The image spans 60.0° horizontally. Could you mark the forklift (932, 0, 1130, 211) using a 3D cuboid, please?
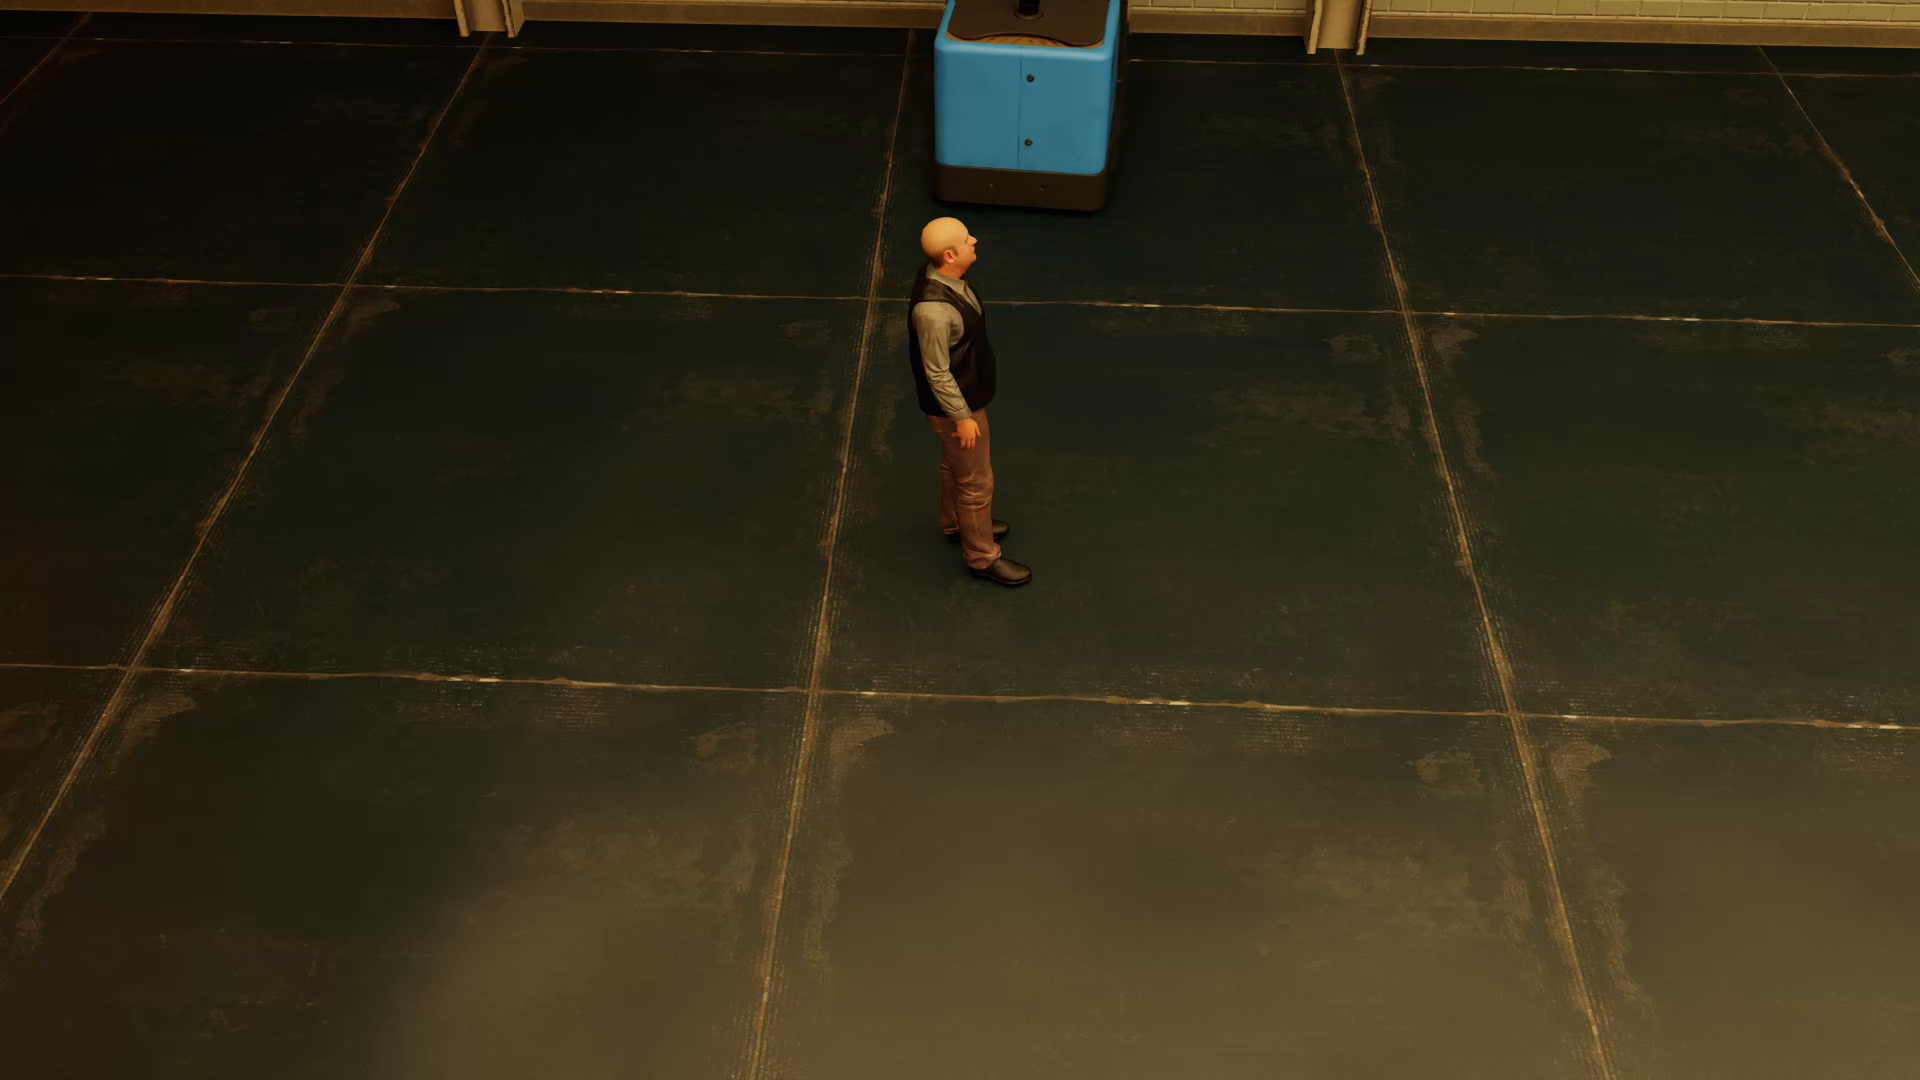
[{"bbox_3d":[0.544,-4.050,10.179,1.130,2.935,3.031,5,43,6],"label":"forklift"}]

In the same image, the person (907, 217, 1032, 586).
[{"bbox_3d":[0.065,-0.634,7.324,0.562,1.722,0.633,2,42,2],"label":"person"}]
